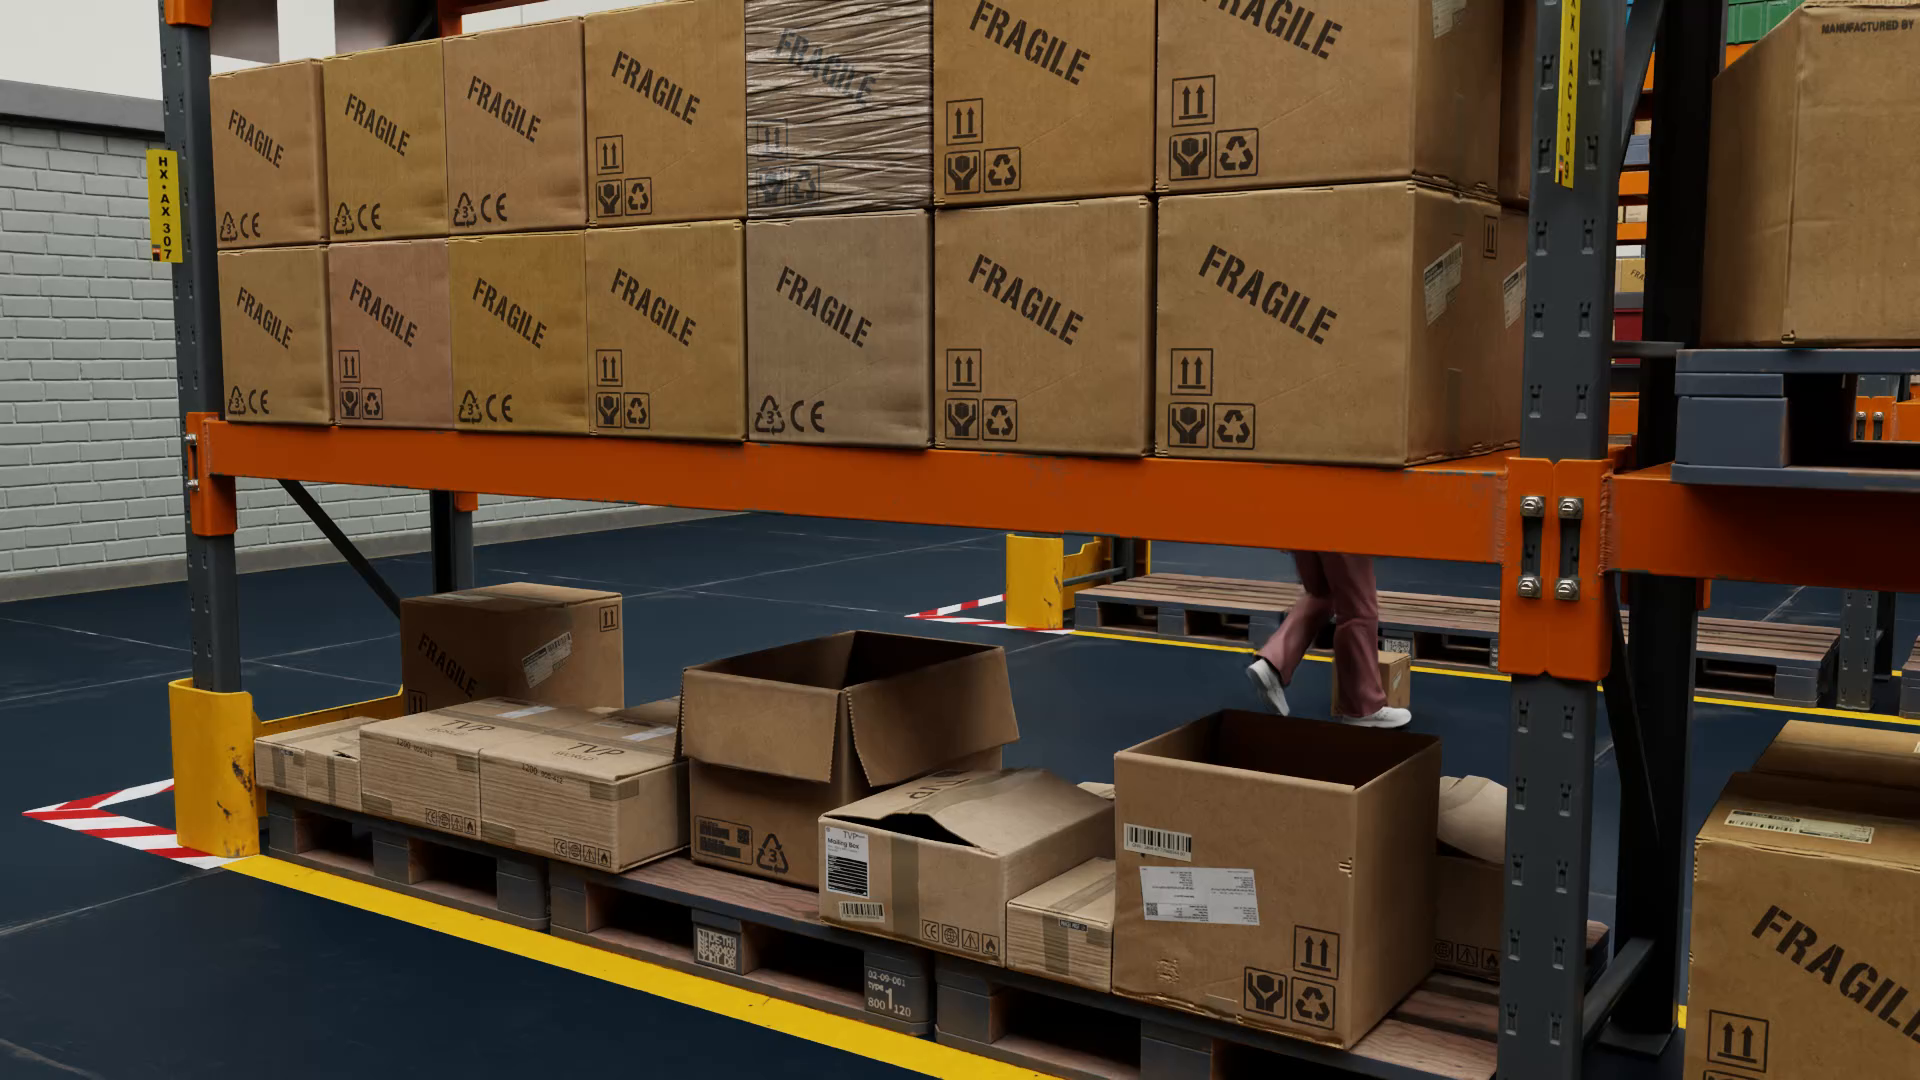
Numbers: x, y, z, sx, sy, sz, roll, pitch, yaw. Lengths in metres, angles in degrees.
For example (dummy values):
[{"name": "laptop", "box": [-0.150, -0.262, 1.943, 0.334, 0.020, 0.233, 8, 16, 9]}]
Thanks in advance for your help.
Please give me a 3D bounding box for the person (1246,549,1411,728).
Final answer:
[{"name": "person", "box": [1.484, -0.065, 6.539, 0.690, 1.654, 0.491, -4, 7, -30]}]
